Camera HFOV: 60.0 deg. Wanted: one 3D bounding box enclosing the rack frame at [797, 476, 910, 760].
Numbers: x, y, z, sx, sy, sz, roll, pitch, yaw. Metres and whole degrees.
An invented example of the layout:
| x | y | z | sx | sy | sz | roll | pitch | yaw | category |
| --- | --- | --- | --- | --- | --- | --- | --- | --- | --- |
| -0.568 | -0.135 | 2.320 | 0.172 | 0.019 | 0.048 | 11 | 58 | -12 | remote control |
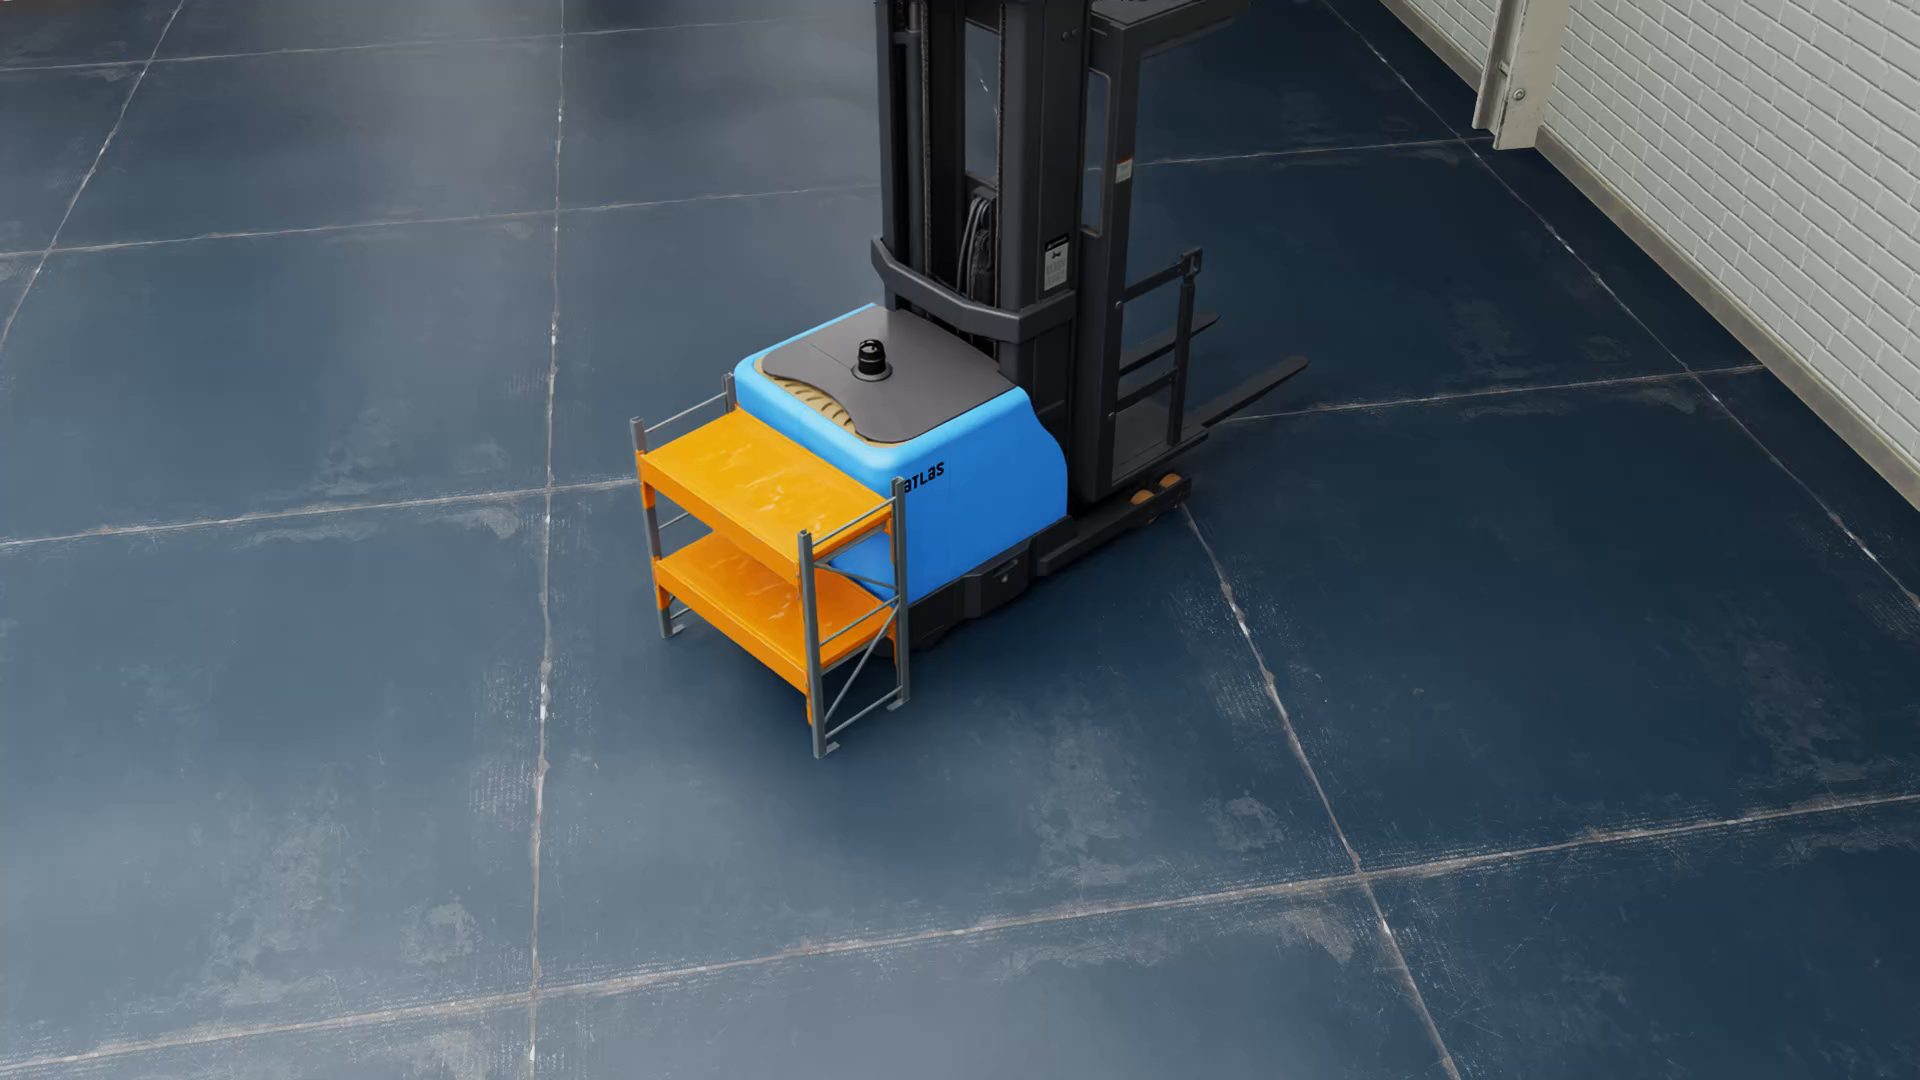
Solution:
| x | y | z | sx | sy | sz | roll | pitch | yaw | category |
| --- | --- | --- | --- | --- | --- | --- | --- | --- | --- |
| -0.395 | 0.318 | 6.424 | 0.500 | 1.125 | 0.032 | -31 | 47 | -34 | rack frame |

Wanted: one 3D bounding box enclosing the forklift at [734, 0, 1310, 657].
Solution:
| x | y | z | sx | sy | sz | roll | pitch | yaw | category |
| --- | --- | --- | --- | --- | --- | --- | --- | --- | --- |
| 0.466 | -1.441 | 7.216 | 3.031 | 2.935 | 1.130 | -29 | 46 | -32 | forklift |

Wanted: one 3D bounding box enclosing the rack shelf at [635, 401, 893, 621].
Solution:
| x | y | z | sx | sy | sz | roll | pitch | yaw | category |
| --- | --- | --- | --- | --- | --- | --- | --- | --- | --- |
| -0.751 | -0.136 | 6.530 | 0.538 | 0.278 | 1.000 | -31 | 47 | -34 | rack shelf |

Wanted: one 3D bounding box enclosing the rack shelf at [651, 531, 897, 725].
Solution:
| x | y | z | sx | sy | sz | roll | pitch | yaw | category |
| --- | --- | --- | --- | --- | --- | --- | --- | --- | --- |
| -0.751 | 0.289 | 6.860 | 0.538 | 0.278 | 1.000 | -31 | 47 | -34 | rack shelf |

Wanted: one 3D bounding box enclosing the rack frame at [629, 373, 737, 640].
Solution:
| x | y | z | sx | sy | sz | roll | pitch | yaw | category |
| --- | --- | --- | --- | --- | --- | --- | --- | --- | --- |
| -1.108 | -0.127 | 6.996 | 0.500 | 1.125 | 0.032 | -31 | 47 | -34 | rack frame |

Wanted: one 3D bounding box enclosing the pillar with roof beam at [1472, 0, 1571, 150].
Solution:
| x | y | z | sx | sy | sz | roll | pitch | yaw | category |
| --- | --- | --- | --- | --- | --- | --- | --- | --- | --- |
| -0.543 | -5.832 | 7.922 | 9.100 | 9.000 | 0.400 | -6 | 38 | -8 | pillar with roof beam |

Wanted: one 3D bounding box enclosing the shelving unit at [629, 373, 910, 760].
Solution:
| x | y | z | sx | sy | sz | roll | pitch | yaw | category |
| --- | --- | --- | --- | --- | --- | --- | --- | --- | --- |
| -0.751 | 0.096 | 6.710 | 0.538 | 1.125 | 1.048 | -31 | 47 | -34 | shelving unit |
